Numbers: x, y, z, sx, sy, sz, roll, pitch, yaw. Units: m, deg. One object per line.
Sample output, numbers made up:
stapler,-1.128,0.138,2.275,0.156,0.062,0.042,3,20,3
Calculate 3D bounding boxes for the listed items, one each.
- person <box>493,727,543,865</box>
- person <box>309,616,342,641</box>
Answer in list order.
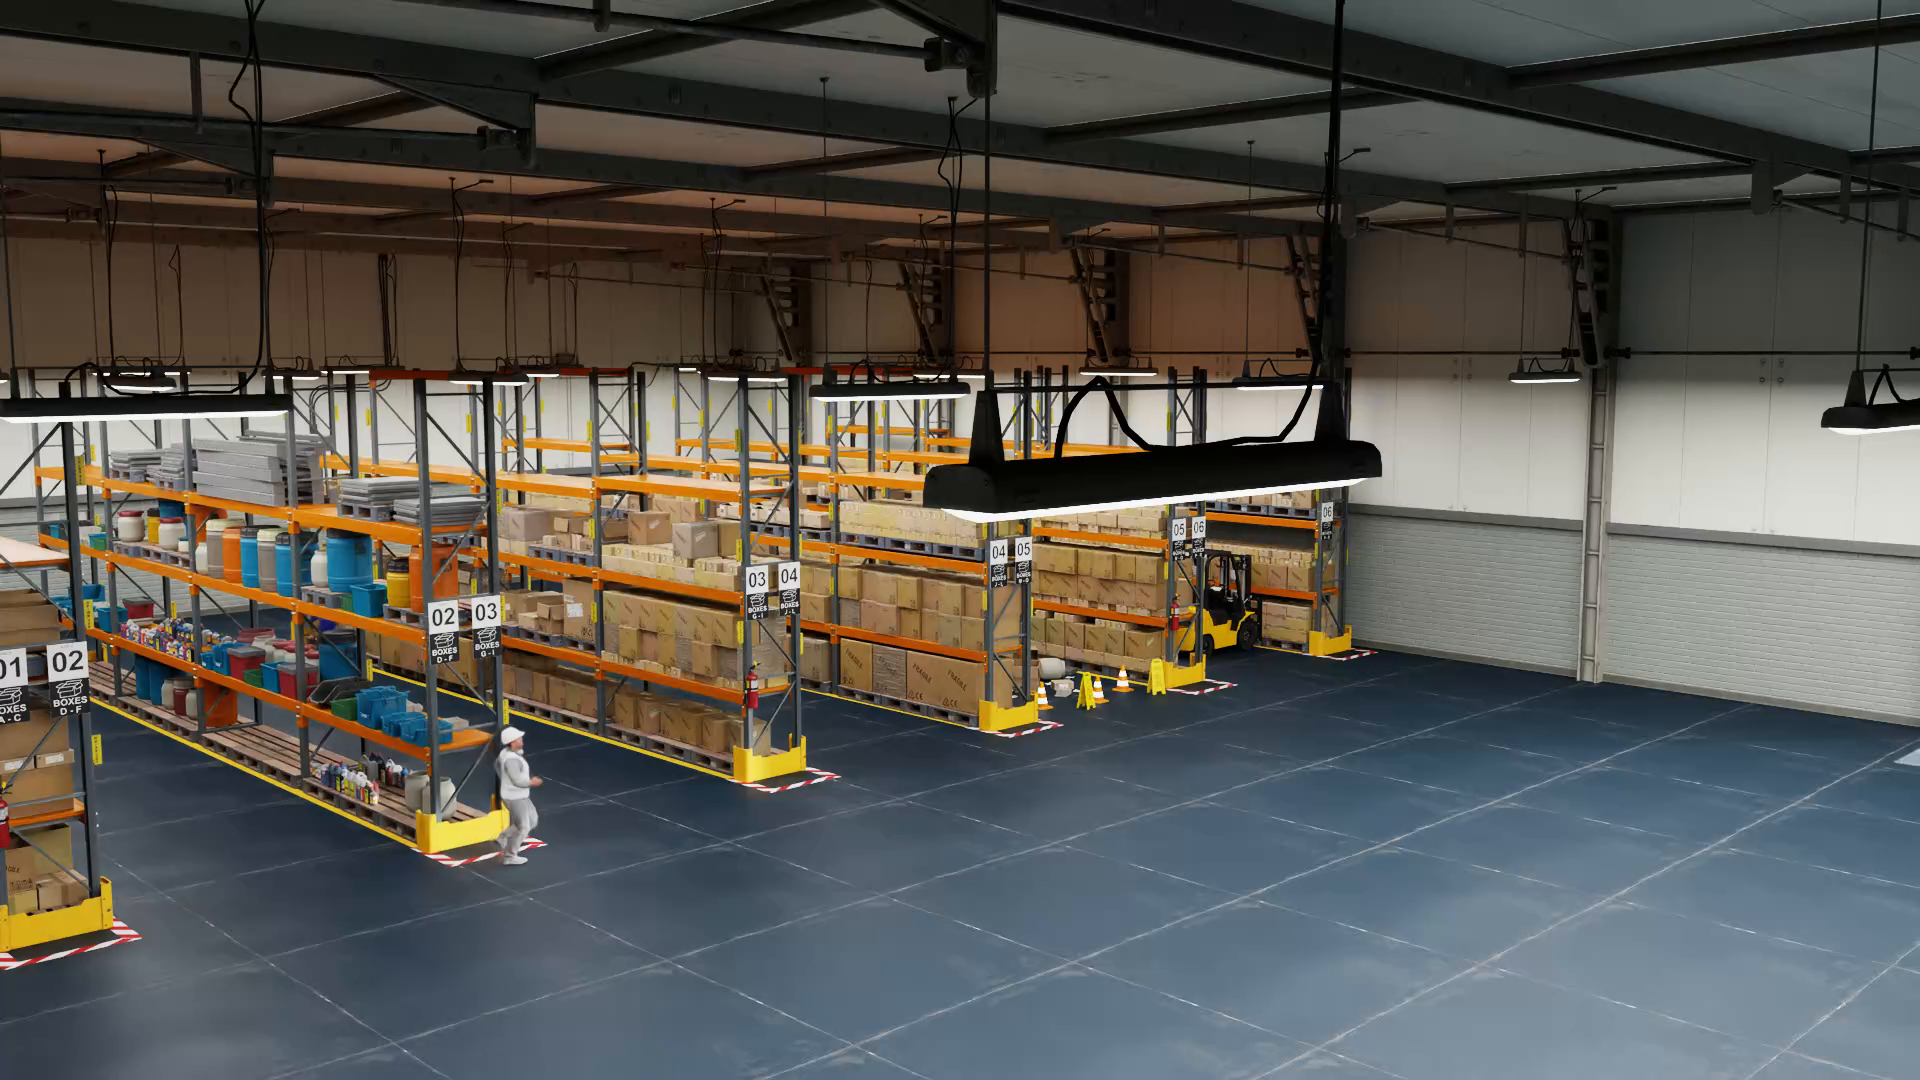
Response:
person,-5.460,3.152,20.573,0.582,1.729,0.673,-2,7,-17
person,-12.273,1.887,32.329,0.659,1.589,0.558,5,8,37
